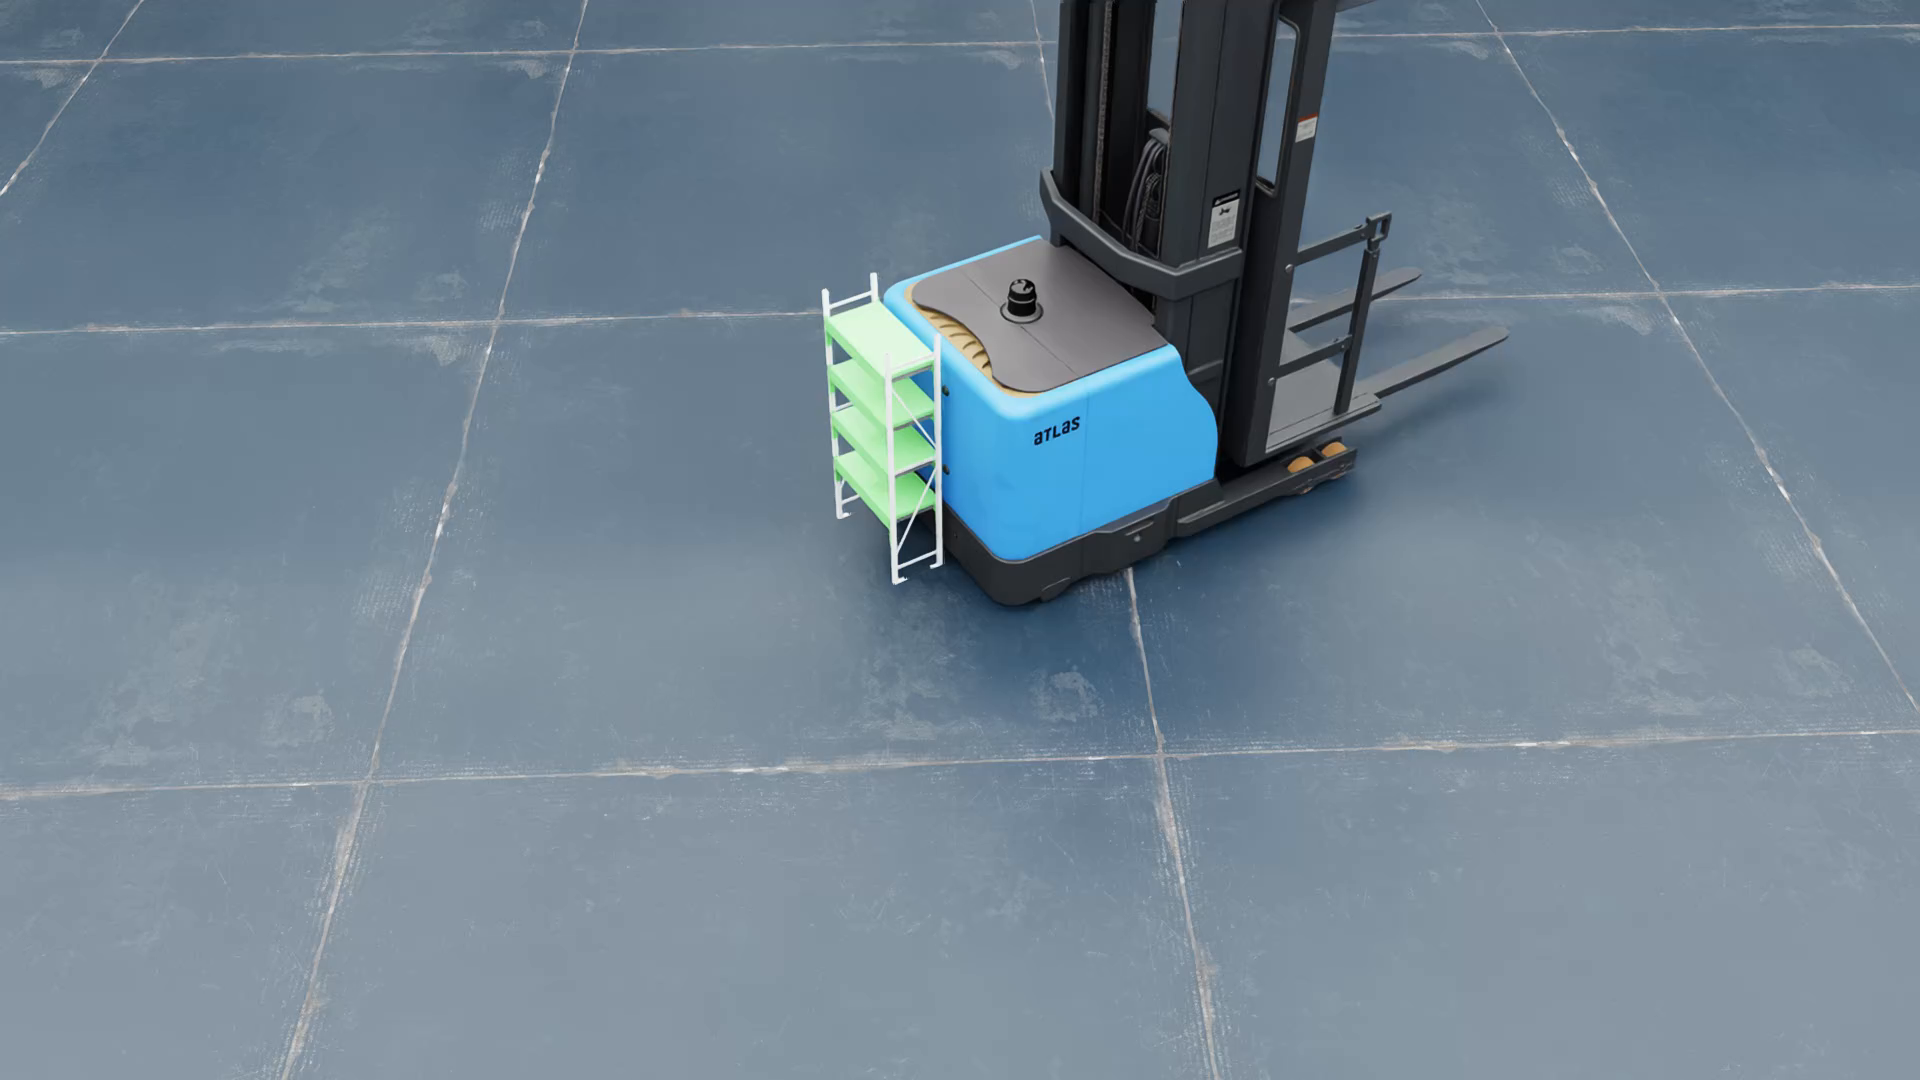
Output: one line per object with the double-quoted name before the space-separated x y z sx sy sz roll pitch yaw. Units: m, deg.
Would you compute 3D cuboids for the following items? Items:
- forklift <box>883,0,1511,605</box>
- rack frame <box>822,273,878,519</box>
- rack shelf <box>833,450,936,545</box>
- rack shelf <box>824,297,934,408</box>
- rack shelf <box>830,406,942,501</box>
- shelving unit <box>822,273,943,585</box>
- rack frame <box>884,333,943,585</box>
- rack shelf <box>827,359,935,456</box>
"forklift" 1.195 -1.570 6.794 3.031 2.935 1.130 -23 47 -23
"rack frame" -0.437 -0.579 6.993 0.240 1.200 0.015 -23 47 -23
"rack shelf" -0.309 -0.215 7.046 0.258 0.148 0.480 -23 47 -23
"rack shelf" -0.309 -0.745 6.559 0.258 0.148 0.480 -23 47 -23
"rack shelf" -0.309 -0.392 6.884 0.258 0.148 0.480 -23 47 -23
"shelving unit" -0.309 -0.439 6.841 0.258 1.200 0.503 -23 47 -23
"rack frame" -0.181 -0.298 6.688 0.240 1.200 0.015 -23 47 -23
"rack shelf" -0.309 -0.568 6.721 0.258 0.148 0.480 -23 47 -23
